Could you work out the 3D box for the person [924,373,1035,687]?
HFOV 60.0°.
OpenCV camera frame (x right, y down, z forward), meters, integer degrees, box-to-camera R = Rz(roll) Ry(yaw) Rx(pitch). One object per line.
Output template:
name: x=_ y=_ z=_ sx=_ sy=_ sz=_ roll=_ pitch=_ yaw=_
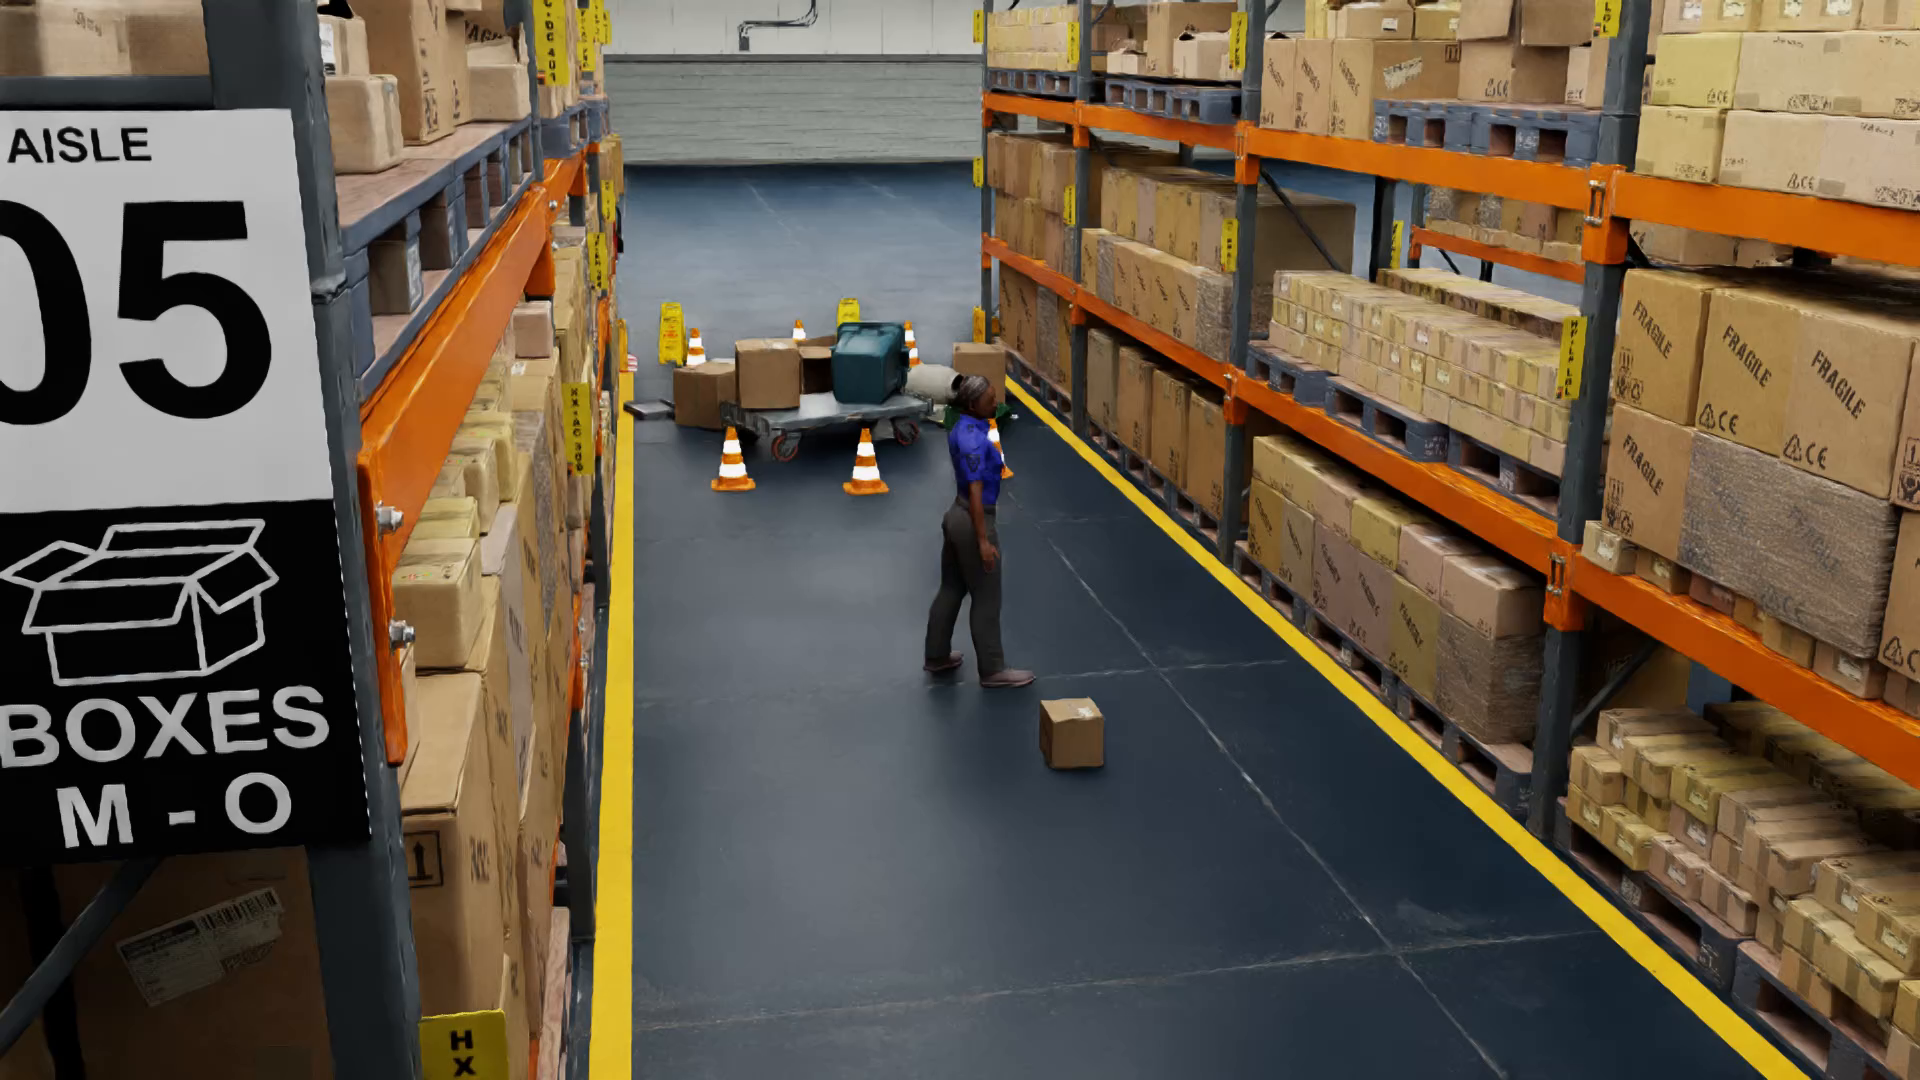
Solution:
person: x=0.103 y=-0.050 z=8.656 sx=0.562 sy=1.649 sz=0.639 roll=-3 pitch=17 yaw=-9
